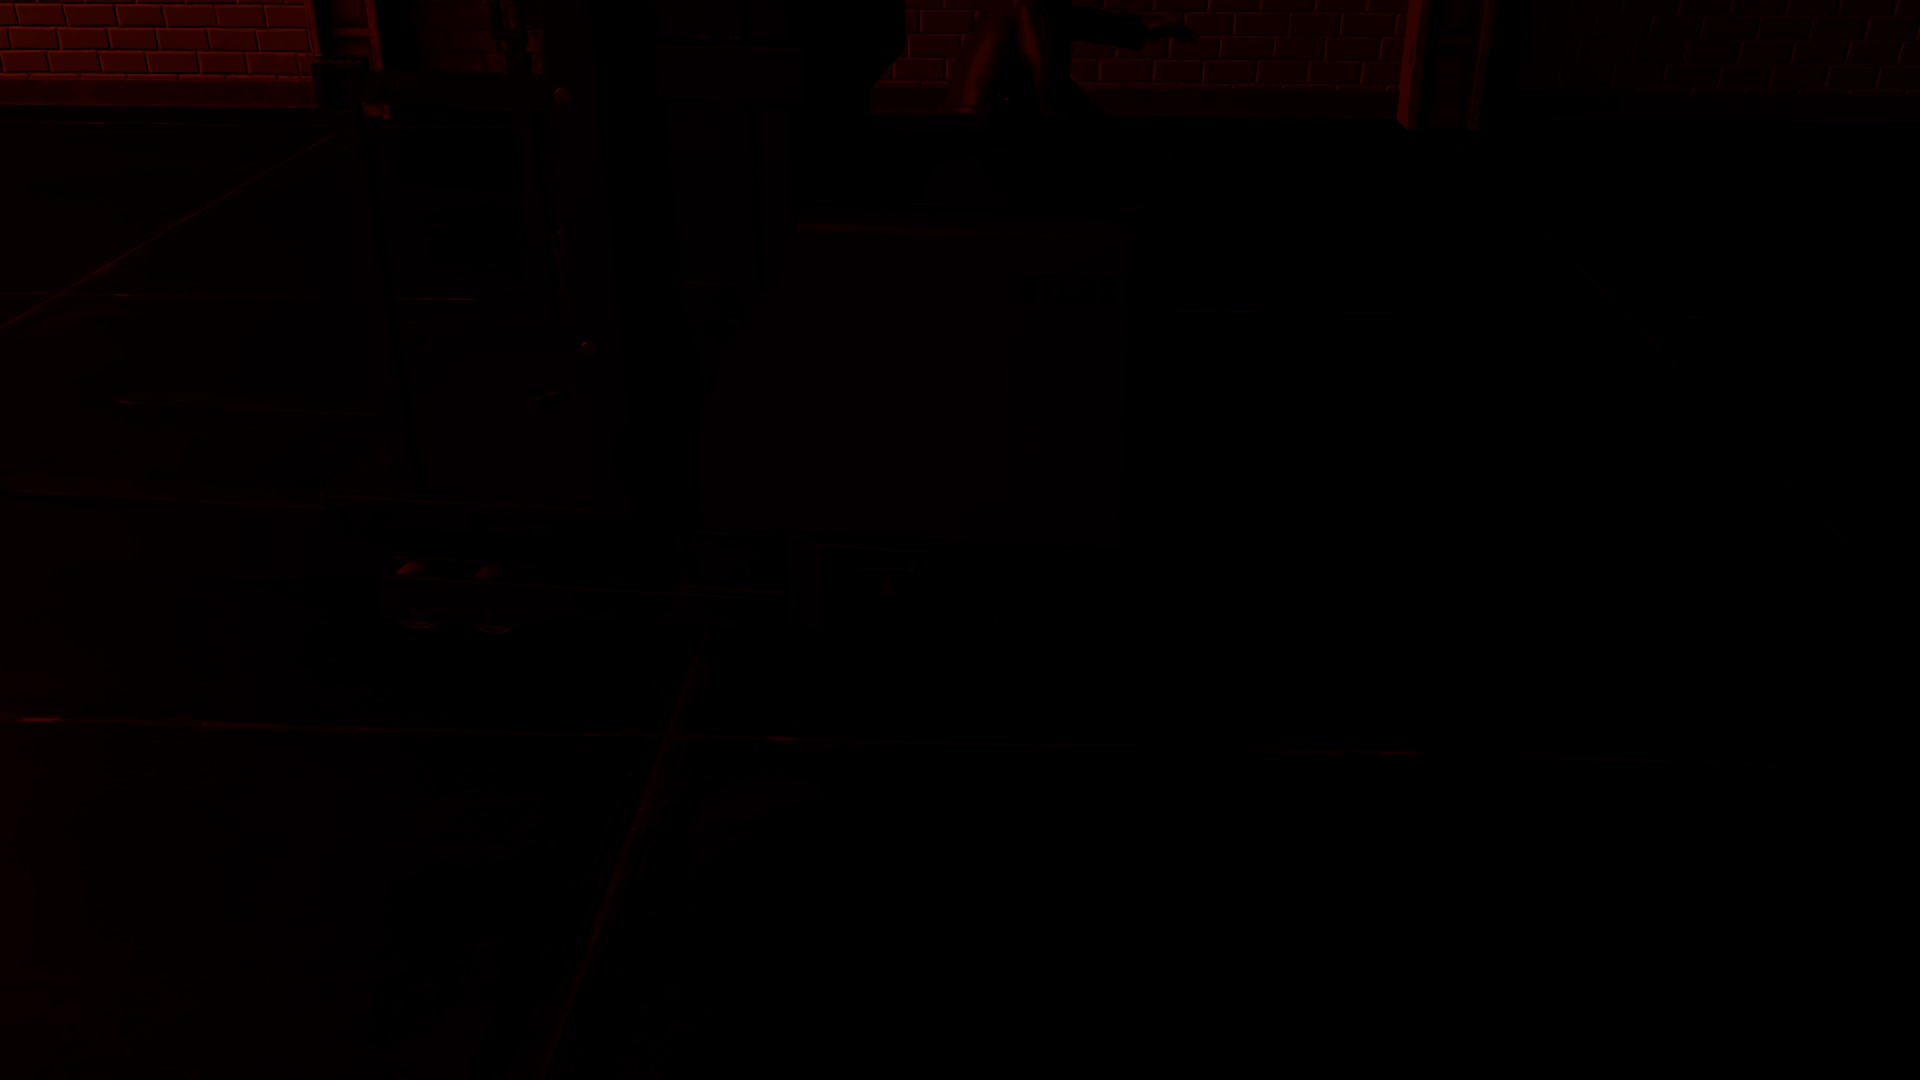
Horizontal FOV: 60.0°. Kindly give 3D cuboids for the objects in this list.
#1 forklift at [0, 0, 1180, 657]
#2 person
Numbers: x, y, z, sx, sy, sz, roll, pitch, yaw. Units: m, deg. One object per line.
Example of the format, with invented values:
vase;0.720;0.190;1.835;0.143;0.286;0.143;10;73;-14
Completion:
forklift;-0.984;-1.313;3.871;3.031;2.935;1.130;3;26;6
person;0.425;-1.218;5.290;0.949;1.531;1.245;-6;27;-12
